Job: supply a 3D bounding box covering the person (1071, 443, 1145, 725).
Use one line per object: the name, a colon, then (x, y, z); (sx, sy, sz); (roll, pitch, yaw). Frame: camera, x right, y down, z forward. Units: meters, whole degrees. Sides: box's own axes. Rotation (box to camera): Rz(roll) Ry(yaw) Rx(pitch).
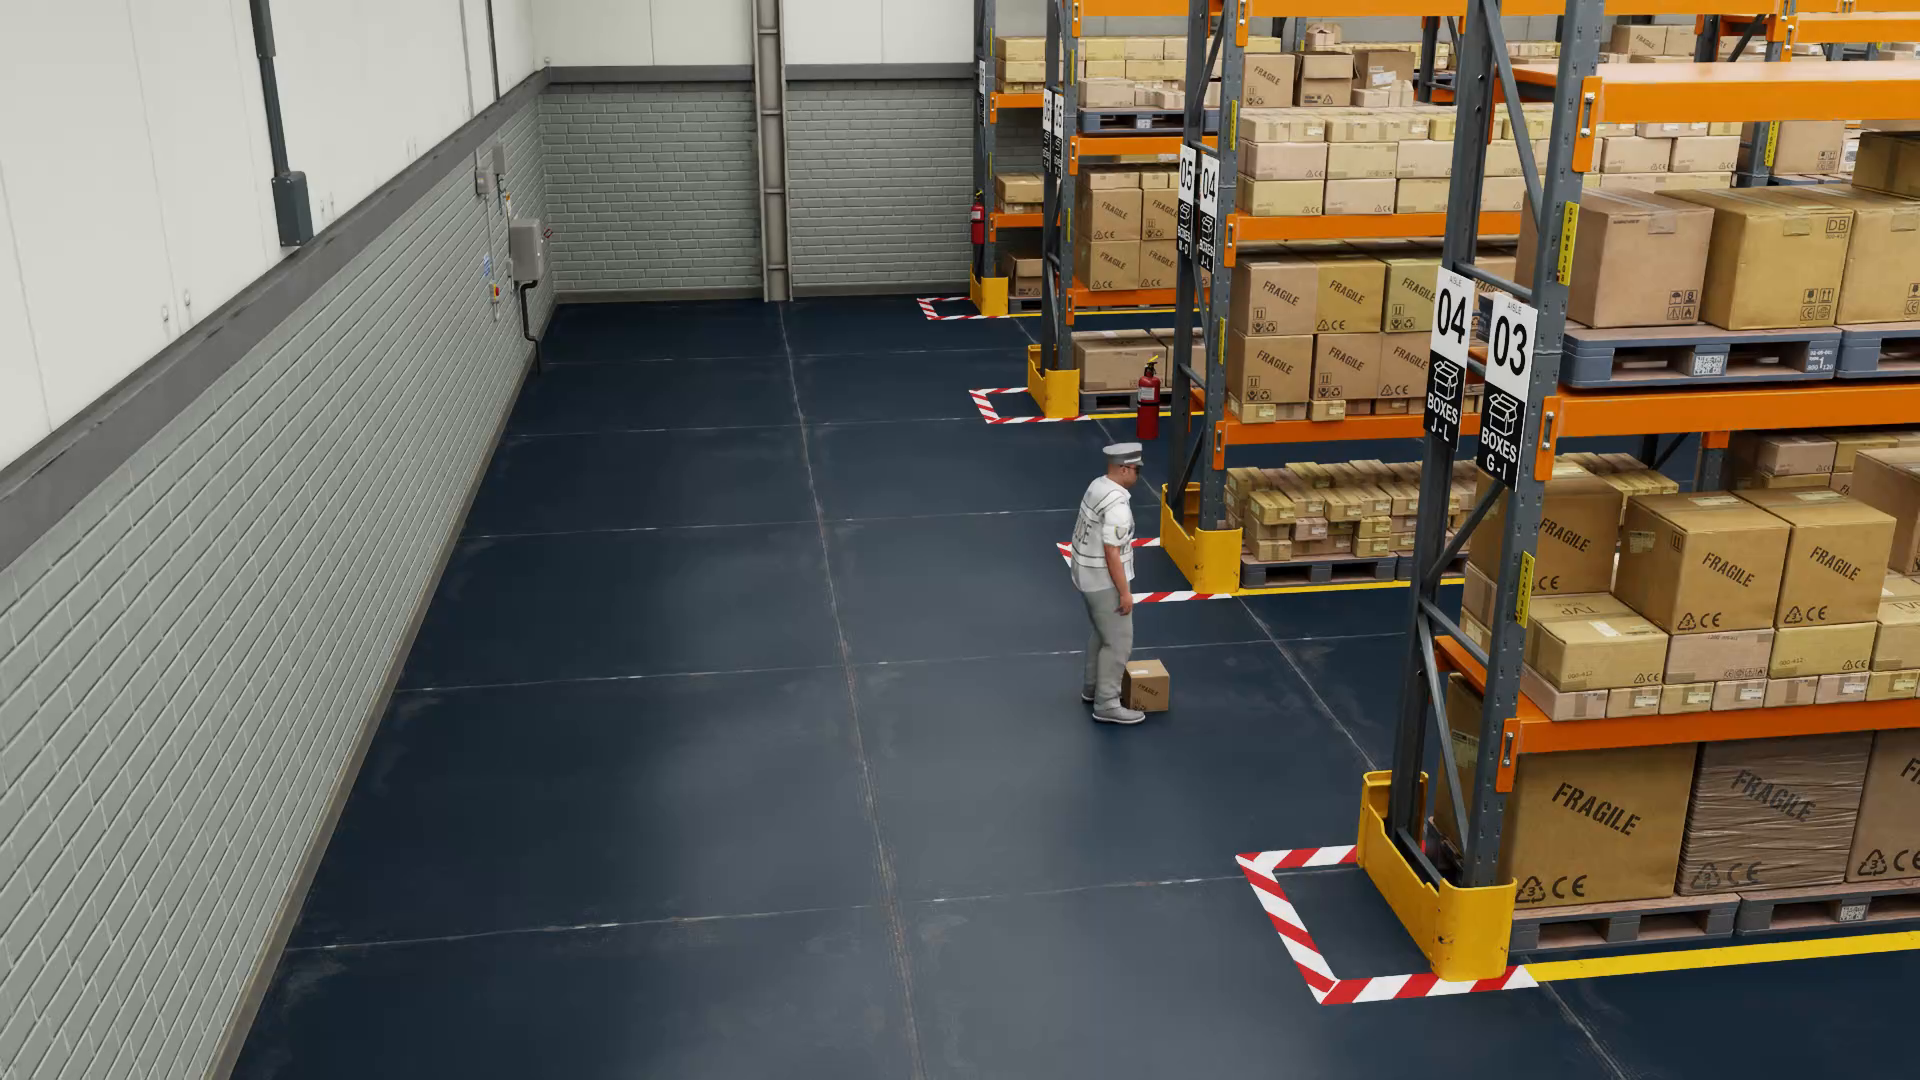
person: (0.919, 0.250, 10.371); (0.436, 1.747, 0.586); (-3, 20, -7)
